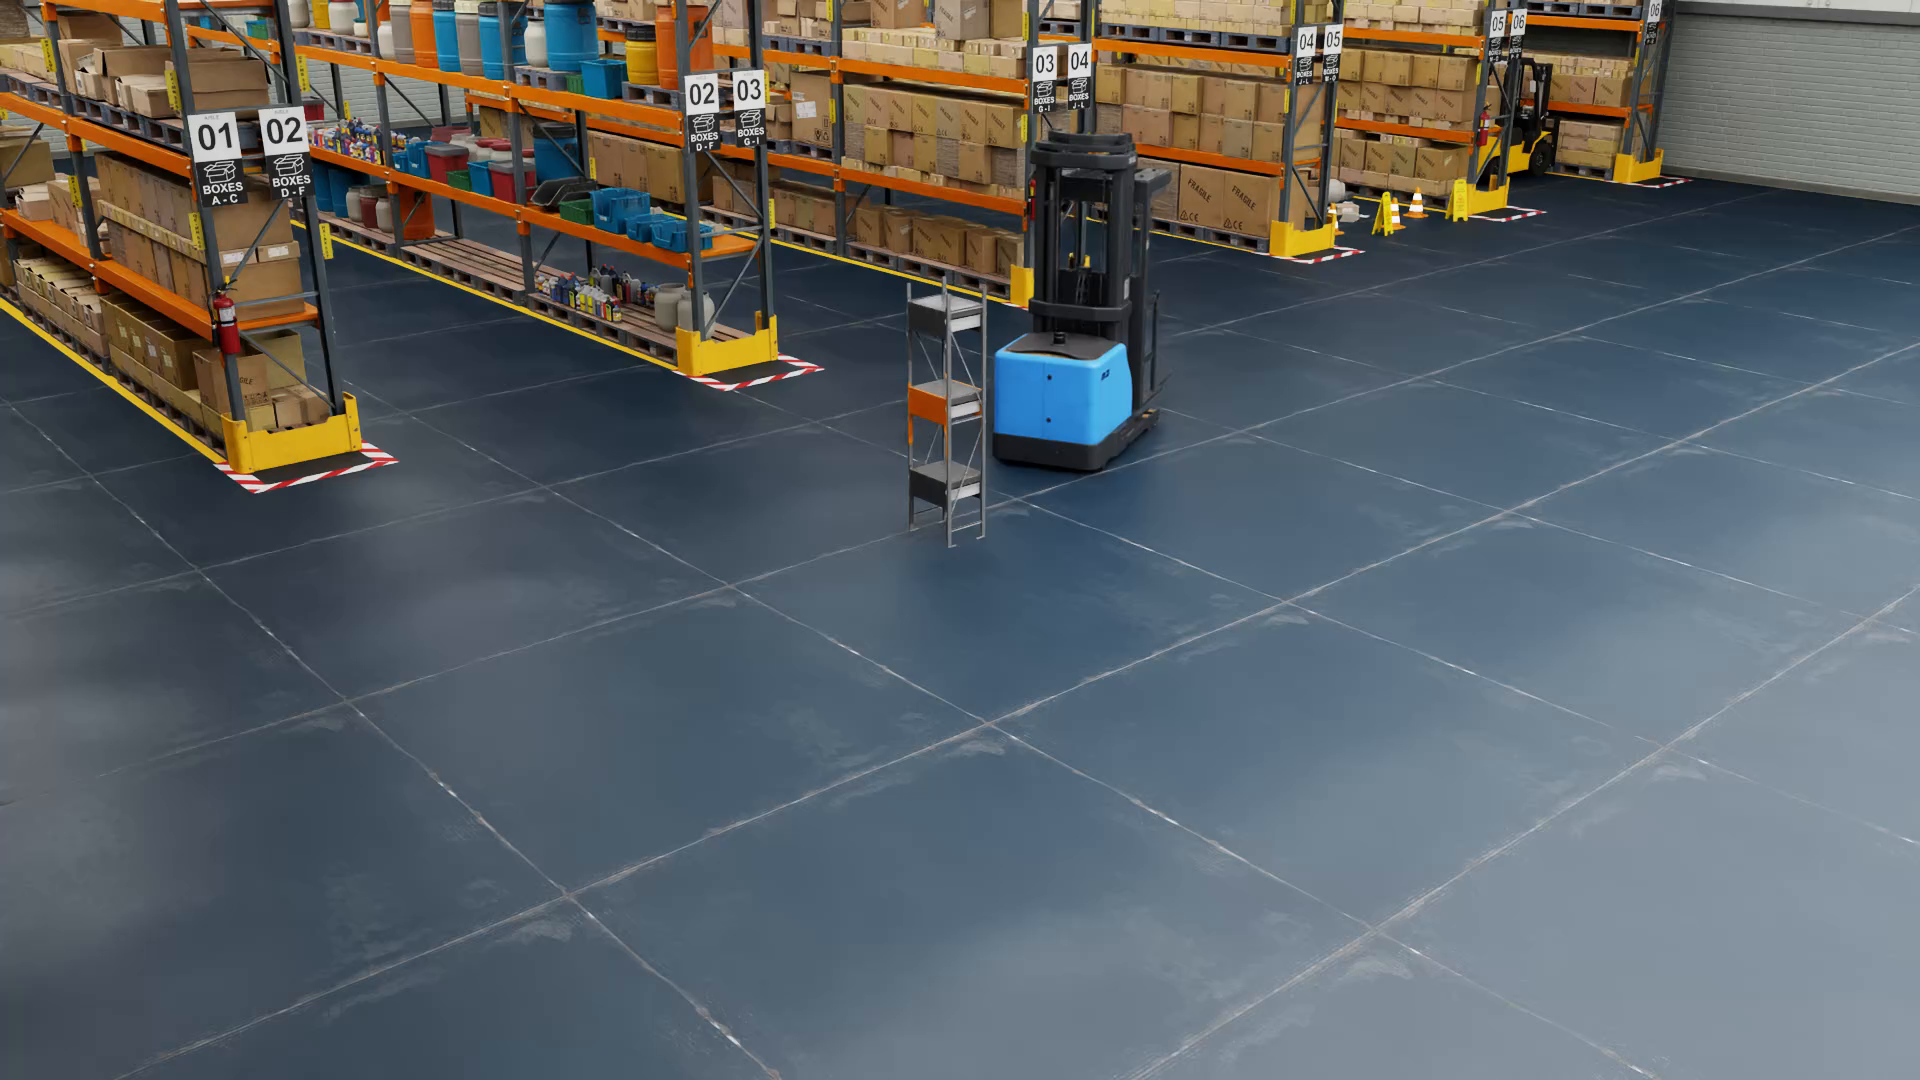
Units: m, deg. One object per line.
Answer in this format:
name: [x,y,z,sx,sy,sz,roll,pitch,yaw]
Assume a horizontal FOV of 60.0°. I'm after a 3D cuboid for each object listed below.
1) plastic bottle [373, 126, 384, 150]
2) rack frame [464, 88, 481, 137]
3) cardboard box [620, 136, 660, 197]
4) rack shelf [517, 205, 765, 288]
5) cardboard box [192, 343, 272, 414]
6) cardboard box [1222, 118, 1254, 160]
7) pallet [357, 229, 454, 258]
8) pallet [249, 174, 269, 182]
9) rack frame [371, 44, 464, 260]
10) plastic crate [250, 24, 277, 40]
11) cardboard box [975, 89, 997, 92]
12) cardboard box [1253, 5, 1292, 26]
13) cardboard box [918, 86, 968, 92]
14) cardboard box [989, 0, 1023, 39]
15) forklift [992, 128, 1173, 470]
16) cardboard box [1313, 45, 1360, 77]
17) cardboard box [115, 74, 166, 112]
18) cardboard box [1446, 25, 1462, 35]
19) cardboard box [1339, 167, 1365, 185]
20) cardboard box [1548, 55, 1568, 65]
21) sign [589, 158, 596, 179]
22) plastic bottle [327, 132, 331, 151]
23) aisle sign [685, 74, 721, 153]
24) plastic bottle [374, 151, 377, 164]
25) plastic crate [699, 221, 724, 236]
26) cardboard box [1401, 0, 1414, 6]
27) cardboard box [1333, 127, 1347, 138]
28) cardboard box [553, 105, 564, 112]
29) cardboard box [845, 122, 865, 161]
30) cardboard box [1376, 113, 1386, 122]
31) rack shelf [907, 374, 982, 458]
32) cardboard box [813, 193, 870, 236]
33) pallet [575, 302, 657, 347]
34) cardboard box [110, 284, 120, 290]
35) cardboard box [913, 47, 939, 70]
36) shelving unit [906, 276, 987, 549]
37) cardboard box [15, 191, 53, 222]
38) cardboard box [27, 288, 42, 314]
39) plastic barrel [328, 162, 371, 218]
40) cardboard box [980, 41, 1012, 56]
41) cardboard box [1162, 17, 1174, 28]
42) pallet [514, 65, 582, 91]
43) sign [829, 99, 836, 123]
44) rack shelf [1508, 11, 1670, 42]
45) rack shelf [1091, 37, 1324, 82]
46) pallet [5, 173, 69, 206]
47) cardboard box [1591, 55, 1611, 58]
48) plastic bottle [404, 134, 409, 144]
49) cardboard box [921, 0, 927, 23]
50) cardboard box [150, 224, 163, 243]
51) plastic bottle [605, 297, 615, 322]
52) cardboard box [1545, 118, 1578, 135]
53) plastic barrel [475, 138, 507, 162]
plastic bottle: [-8.816,-6.102,25.245,0.144,0.351,0.185,-17,27,-37]
rack frame: [-9.214,-8.963,32.482,1.000,3.000,0.127,-17,27,-37]
cardboard box: [-5.003,-6.403,28.283,1.225,0.875,0.875,-17,27,-37]
rack shelf: [-3.828,-3.581,19.727,1.077,0.370,4.000,-17,27,-37]
cardboard box: [-6.853,-1.527,15.663,0.500,0.500,0.500,-17,27,-37]
cardboard box: [4.401,-6.004,24.721,0.875,0.550,0.550,-17,27,-37]
pallet: [-8.291,-4.484,24.868,1.003,0.211,1.213,-17,27,-37]
pallet: [-12.458,-6.249,29.375,1.003,0.211,1.213,-17,27,-37]
rack frame: [-7.744,-5.574,23.828,1.000,3.000,0.127,-17,27,-37]
plastic crate: [-10.861,-8.022,26.257,0.450,0.188,0.662,-17,27,-37]
cardboard box: [0.583,-7.485,28.570,0.500,0.500,0.500,-17,27,-37]
cardboard box: [4.522,-7.472,23.646,0.500,0.250,0.500,-17,27,-37]
cardboard box: [-0.226,-5.964,22.907,0.500,0.500,0.500,-17,27,-37]
cardboard box: [0.465,-6.832,21.696,0.500,0.500,0.500,-18,27,-38]
forklift: [1.353,-2.501,16.077,1.130,2.935,3.031,9,23,22]
cardboard box: [6.566,-8.338,28.970,0.700,0.500,0.500,-17,27,-37]
cardboard box: [-7.592,-4.211,15.589,0.500,0.311,0.500,-14,25,-31]
cardboard box: [8.105,-8.275,26.955,0.380,0.149,0.250,-17,27,-37]
cardboard box: [7.012,-6.404,29.143,0.500,0.250,0.500,-18,28,-38]
cardboard box: [11.193,-8.949,31.012,0.380,0.149,0.250,-17,27,-36]
sign: [-4.710,-4.726,21.283,0.100,0.325,0.005,-17,27,-37]
plastic bottle: [-9.531,-6.042,25.200,0.097,0.271,0.097,0,21,0]
aisle sign: [-2.701,-4.484,17.480,0.394,0.787,0.004,-17,27,-37]
plastic bottle: [-8.393,-5.528,23.983,0.097,0.201,0.097,0,21,0]
plastic crate: [-2.863,-3.565,19.060,0.298,0.136,0.250,-17,27,-37]
cardboard box: [7.541,-8.953,27.593,0.380,0.149,0.250,-18,28,-39]
cardboard box: [6.680,-7.156,29.144,0.380,0.149,0.250,-16,27,-35]
cardboard box: [-7.050,-7.748,29.722,0.380,0.149,0.250,-17,27,-37]
cardboard box: [-1.134,-5.694,23.590,0.875,0.500,0.500,-17,27,-37]
cardboard box: [7.348,-7.264,28.489,0.380,0.149,0.250,-17,27,-37]
rack shelf: [-0.108,-1.011,13.449,0.431,0.518,0.480,-17,27,-37]
cardboard box: [-1.766,-4.864,24.839,0.500,0.500,0.700,20,29,41]
pallet: [-3.926,-2.638,20.155,1.003,0.211,1.213,-17,27,-37]
cardboard box: [-9.631,-2.923,19.485,0.500,0.311,0.500,-19,28,-39]
cardboard box: [-0.266,-6.361,21.930,0.500,0.250,0.500,-18,28,-38]
shelving unit: [-0.108,-1.023,13.444,0.431,2.100,0.503,-17,27,-37]
cardboard box: [-11.062,-4.061,20.088,0.500,0.311,0.500,-18,28,-38]
cardboard box: [-11.051,-2.958,20.343,0.500,0.250,0.500,-18,28,-39]
plastic barrel: [-9.551,-5.548,26.063,0.600,0.901,0.708,-17,27,-37]
cardboard box: [0.469,-6.207,20.991,0.380,0.149,0.250,-19,28,-40]
cardboard box: [3.255,-7.790,25.004,0.380,0.149,0.250,-17,27,-37]
pallet: [-4.588,-5.602,20.045,1.213,0.211,1.003,-17,27,-37]
sign: [-1.799,-6.054,23.466,0.100,0.325,0.005,-17,27,-37]
rack shelf: [11.190,-9.699,31.233,1.077,0.370,4.000,-17,27,-37]
rack shelf: [3.748,-7.310,25.134,1.077,0.370,4.000,-17,27,-37]
pallet: [-11.995,-4.477,21.291,1.213,0.211,1.003,-17,27,-37]
cardboard box: [11.959,-8.937,30.981,0.380,0.149,0.250,-17,27,-37]
plastic bottle: [-8.288,-5.956,24.963,0.061,0.283,0.133,-17,27,-37]
cardboard box: [-0.734,-9.446,29.465,0.500,0.500,0.500,-17,27,-37]
cardboard box: [-7.685,-3.022,16.287,0.380,0.149,0.250,-18,28,-38]
plastic bottle: [-4.143,-2.735,19.701,0.061,0.283,0.133,-17,27,-36]
cardboard box: [11.284,-7.795,31.323,0.500,0.250,0.500,-17,27,-37]
plastic barrel: [-6.353,-5.171,22.613,0.433,0.535,0.433,0,21,0]
